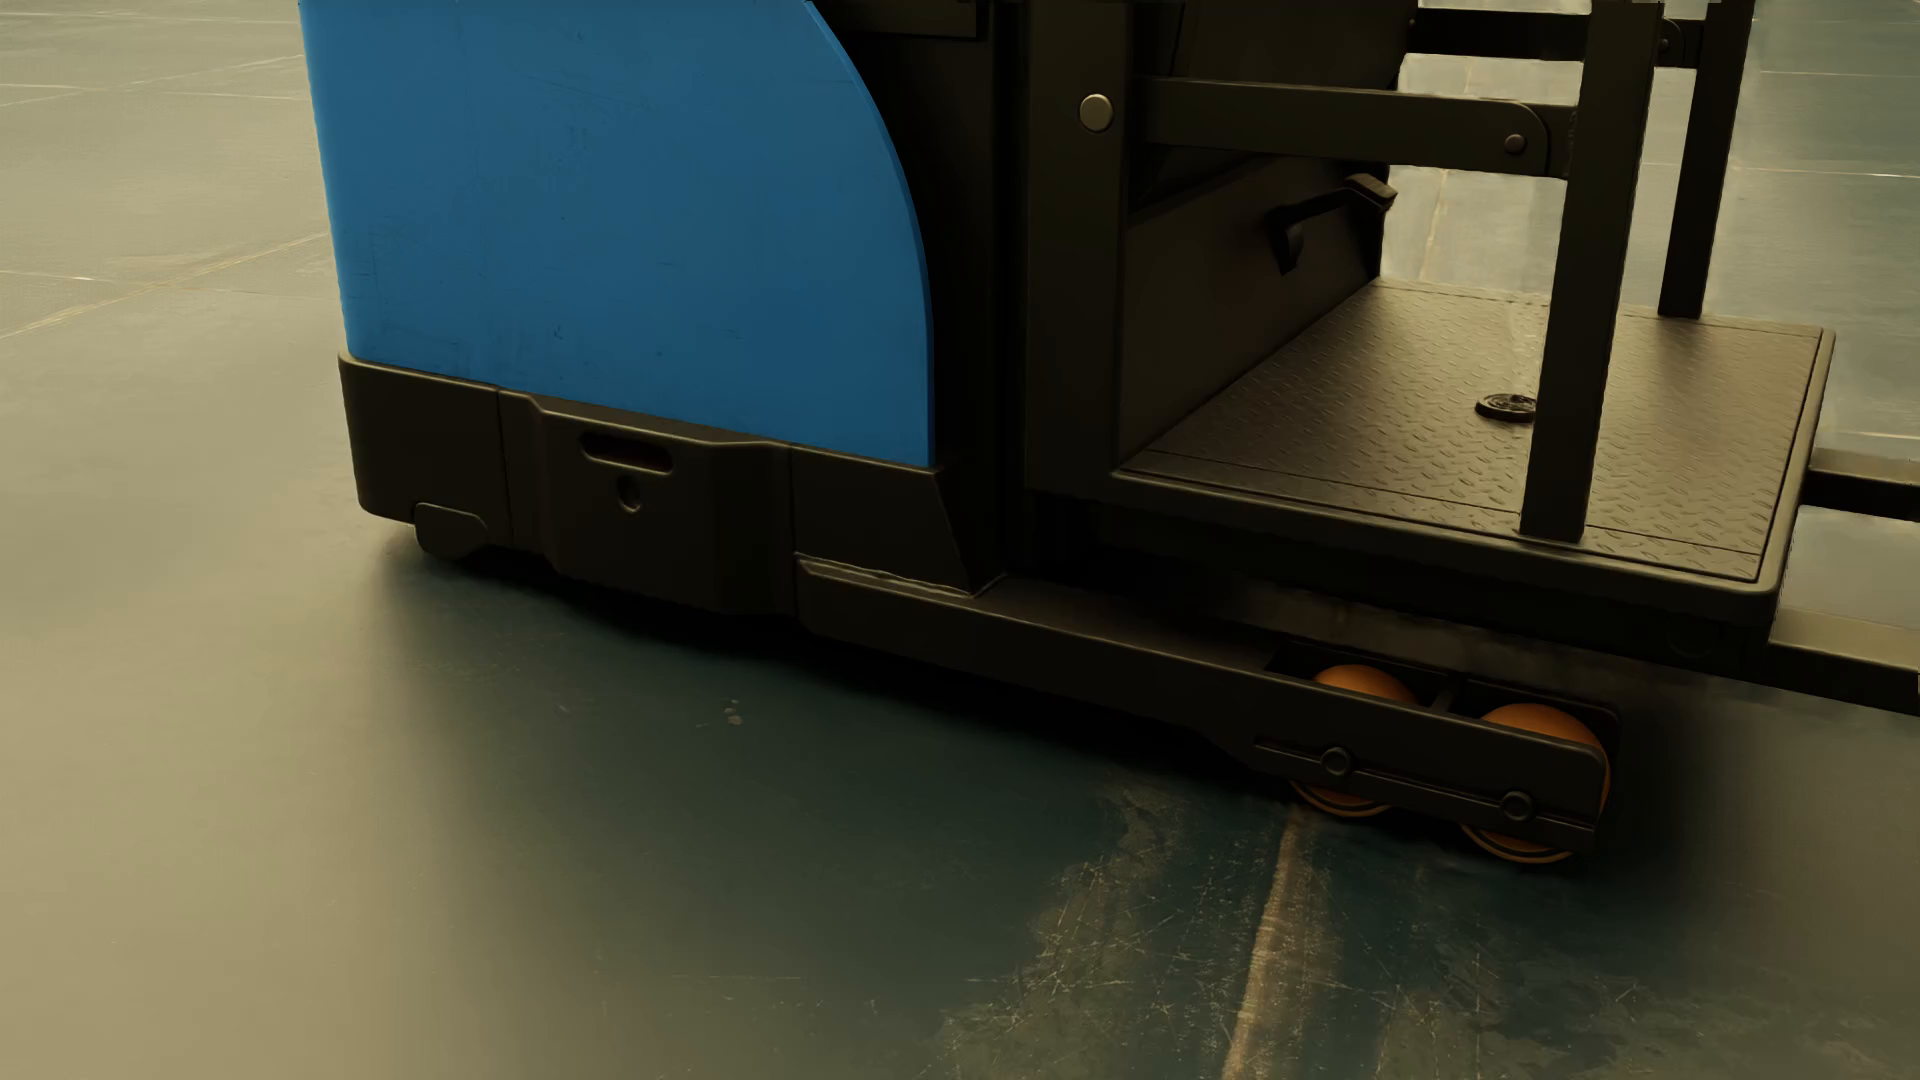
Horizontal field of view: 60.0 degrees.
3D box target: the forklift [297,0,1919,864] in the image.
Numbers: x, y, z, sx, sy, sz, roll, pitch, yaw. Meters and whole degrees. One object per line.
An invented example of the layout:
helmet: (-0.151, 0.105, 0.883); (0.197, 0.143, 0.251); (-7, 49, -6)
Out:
forklift: (0.605, -1.241, 1.784); (3.031, 2.935, 1.130); (12, 25, 26)
